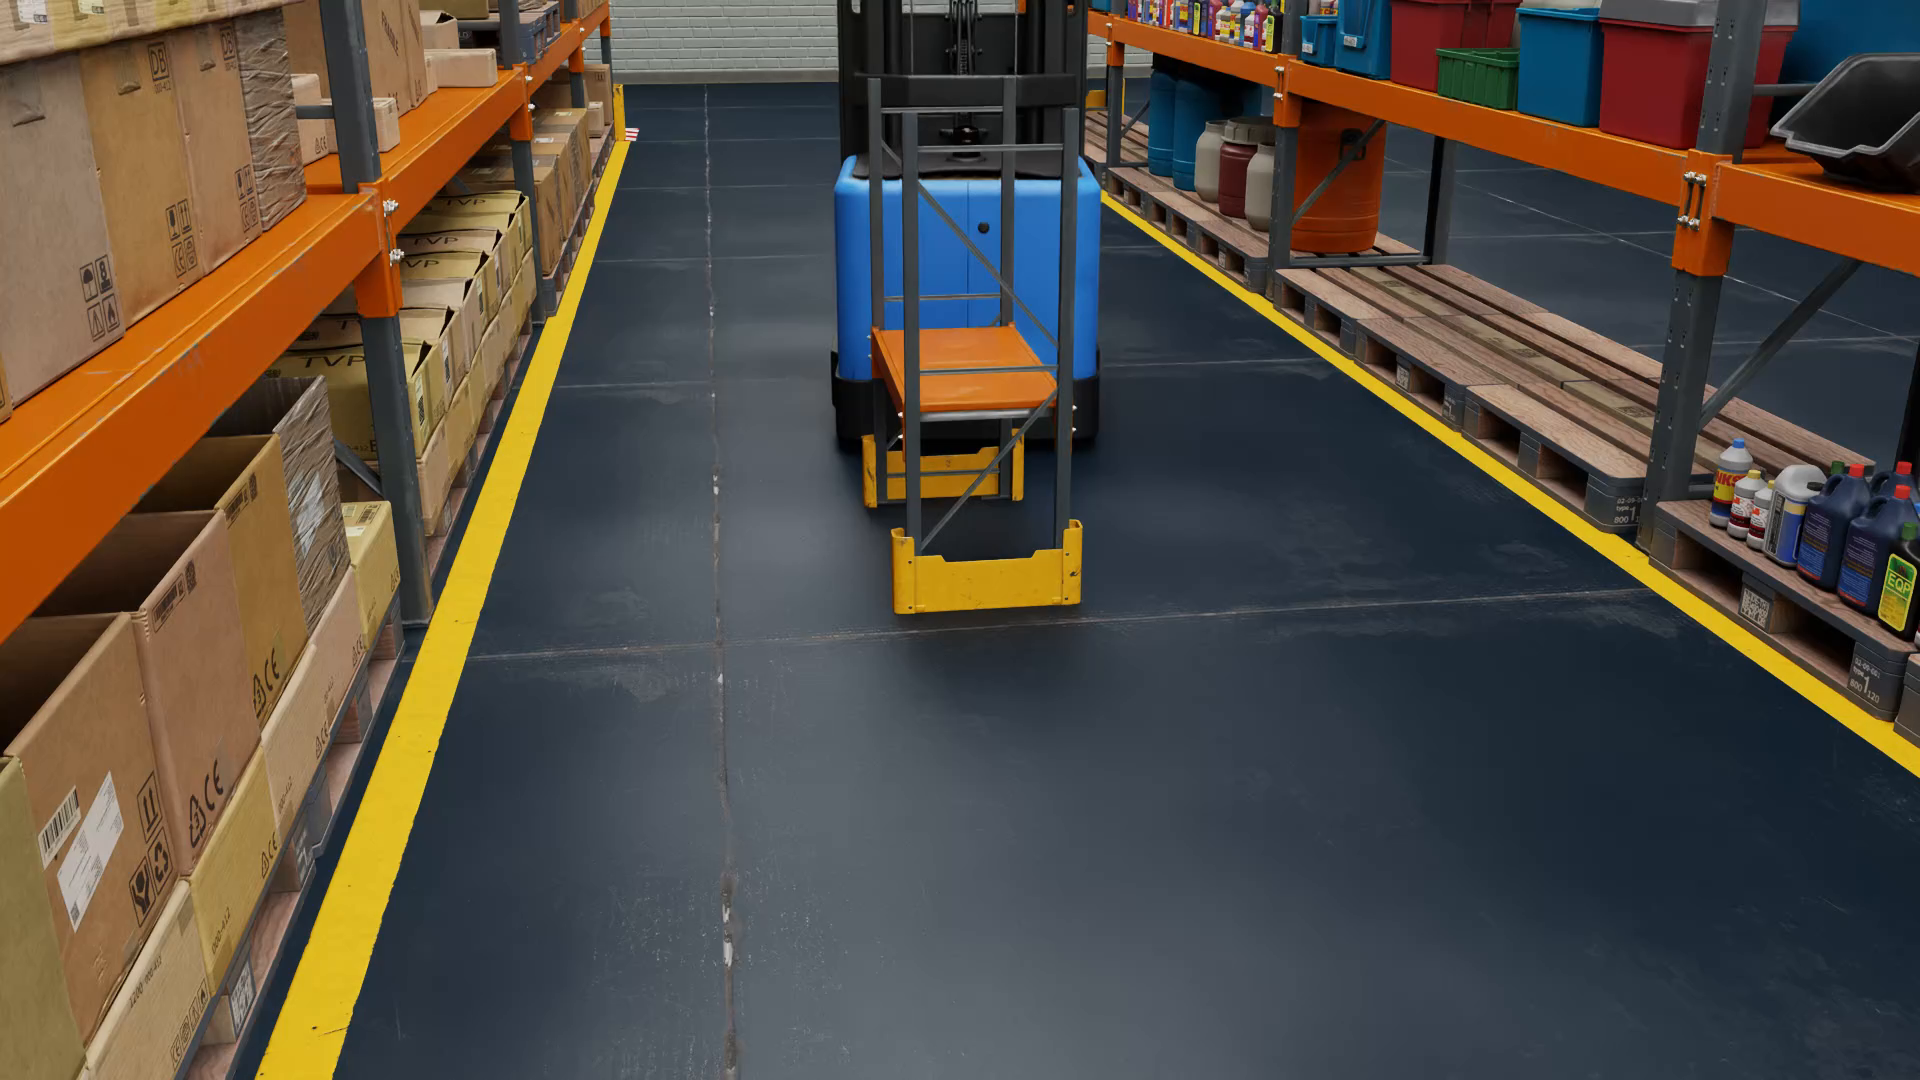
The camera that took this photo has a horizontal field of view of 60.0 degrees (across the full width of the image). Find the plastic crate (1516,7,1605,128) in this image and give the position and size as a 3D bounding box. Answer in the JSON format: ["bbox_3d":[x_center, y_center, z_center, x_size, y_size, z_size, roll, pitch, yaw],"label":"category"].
[{"bbox_3d":[2.330,-1.745,6.125,0.392,0.384,0.575,-3,21,-8],"label":"plastic crate"}]

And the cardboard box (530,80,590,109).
[{"bbox_3d":[-3.534,-3.595,13.993,0.797,0.503,0.637,-3,21,-8],"label":"cardboard box"}]

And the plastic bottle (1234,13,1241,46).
[{"bbox_3d":[1.666,-3.019,9.796,0.097,0.201,0.097,0,20,0],"label":"plastic bottle"}]

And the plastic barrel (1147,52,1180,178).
[{"bbox_3d":[1.705,-3.181,12.345,0.600,0.901,0.708,-3,21,-8],"label":"plastic barrel"}]

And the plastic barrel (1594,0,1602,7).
[{"bbox_3d":[2.770,-2.047,6.715,0.433,0.535,0.433,0,20,0],"label":"plastic barrel"}]

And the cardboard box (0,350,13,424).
[{"bbox_3d":[-1.730,-0.316,2.133,0.700,0.500,0.500,-3,21,-7],"label":"cardboard box"}]

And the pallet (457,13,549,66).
[{"bbox_3d":[-2.849,-2.664,8.837,1.213,0.211,1.003,-3,21,-8],"label":"pallet"}]

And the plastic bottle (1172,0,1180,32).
[{"bbox_3d":[1.500,-3.518,11.026,0.152,0.276,0.135,-3,21,-8],"label":"plastic bottle"}]

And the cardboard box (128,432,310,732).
[{"bbox_3d":[-1.686,0.098,3.424,0.500,0.500,0.500,-3,21,-8],"label":"cardboard box"}]

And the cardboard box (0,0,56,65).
[{"bbox_3d":[-1.593,-0.783,2.455,0.380,0.149,0.250,-3,21,-7],"label":"cardboard box"}]

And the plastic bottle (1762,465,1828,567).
[{"bbox_3d":[2.483,-0.074,4.891,0.152,0.276,0.135,-2,21,-6],"label":"plastic bottle"}]

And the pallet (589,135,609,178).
[{"bbox_3d":[-3.536,-3.263,14.151,1.003,0.211,1.213,-3,21,-8],"label":"pallet"}]

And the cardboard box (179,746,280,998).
[{"bbox_3d":[-1.600,0.622,3.094,0.500,0.250,0.500,-3,21,-8],"label":"cardboard box"}]

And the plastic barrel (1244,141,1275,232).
[{"bbox_3d":[1.963,-2.162,10.174,0.421,0.512,0.421,0,20,0],"label":"plastic barrel"}]

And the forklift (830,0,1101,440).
[{"bbox_3d":[0.006,-2.232,7.504,1.130,2.935,3.031,0,20,-1],"label":"forklift"}]

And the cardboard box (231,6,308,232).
[{"bbox_3d":[-2.035,-1.032,4.049,0.700,0.500,0.500,-3,21,-9],"label":"cardboard box"}]

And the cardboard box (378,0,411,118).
[{"bbox_3d":[-2.348,-1.808,6.126,0.500,0.500,0.500,-3,21,-8],"label":"cardboard box"}]

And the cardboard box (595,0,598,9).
[{"bbox_3d":[-3.284,-4.672,13.794,0.500,0.500,0.500,-3,21,-9],"label":"cardboard box"}]

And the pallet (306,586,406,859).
[{"bbox_3d":[-2.032,0.445,4.221,1.003,0.211,1.213,-3,21,-8],"label":"pallet"}]

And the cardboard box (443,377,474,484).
[{"bbox_3d":[-1.991,-0.376,5.766,0.500,0.250,0.500,-2,21,-6],"label":"cardboard box"}]

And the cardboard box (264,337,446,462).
[{"bbox_3d":[-1.918,-0.465,5.203,0.500,0.311,0.500,-3,21,-8],"label":"cardboard box"}]

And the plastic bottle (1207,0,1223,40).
[{"bbox_3d":[1.575,-3.231,10.247,0.061,0.283,0.133,-3,21,-8],"label":"plastic bottle"}]

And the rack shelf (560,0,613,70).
[{"bbox_3d":[-3.547,-4.264,13.872,1.077,0.370,4.000,-3,21,-8],"label":"rack shelf"}]

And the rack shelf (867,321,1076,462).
[{"bbox_3d":[0.012,-0.505,5.438,0.538,0.185,1.000,-3,21,-8],"label":"rack shelf"}]

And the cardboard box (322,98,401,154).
[{"bbox_3d":[-2.031,-1.338,5.369,0.380,0.149,0.250,-3,21,-8],"label":"cardboard box"}]

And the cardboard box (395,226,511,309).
[{"bbox_3d":[-2.211,-1.171,7.093,0.500,0.311,0.500,-3,21,-8],"label":"cardboard box"}]

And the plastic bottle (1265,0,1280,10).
[{"bbox_3d":[2.078,-3.535,11.079,0.097,0.271,0.097,0,20,0],"label":"plastic bottle"}]

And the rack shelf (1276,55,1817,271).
[{"bbox_3d":[2.509,-1.742,7.122,1.077,0.370,4.000,-3,21,-8],"label":"rack shelf"}]

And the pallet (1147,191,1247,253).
[{"bbox_3d":[1.893,-2.158,11.192,1.003,0.211,1.213,-3,21,-8],"label":"pallet"}]

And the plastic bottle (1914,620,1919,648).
[{"bbox_3d":[2.548,0.183,4.310,0.097,0.201,0.097,0,20,0],"label":"plastic bottle"}]

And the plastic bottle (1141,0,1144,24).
[{"bbox_3d":[1.342,-3.829,11.865,0.097,0.271,0.097,0,20,0],"label":"plastic bottle"}]

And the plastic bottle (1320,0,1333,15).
[{"bbox_3d":[2.322,-3.319,10.499,0.097,0.271,0.097,0,20,0],"label":"plastic bottle"}]

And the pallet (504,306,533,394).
[{"bbox_3d":[-2.602,-0.930,7.904,1.003,0.211,1.213,-3,21,-8],"label":"pallet"}]

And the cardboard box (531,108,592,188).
[{"bbox_3d":[-2.904,-2.787,11.834,0.500,0.500,0.500,-3,21,-8],"label":"cardboard box"}]

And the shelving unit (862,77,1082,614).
[{"bbox_3d":[0.011,-0.676,5.383,0.587,1.500,1.083,-3,21,-8],"label":"shelving unit"}]

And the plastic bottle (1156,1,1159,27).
[{"bbox_3d":[1.404,-3.648,11.481,0.097,0.201,0.097,0,20,0],"label":"plastic bottle"}]

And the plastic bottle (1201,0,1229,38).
[{"bbox_3d":[1.593,-3.320,10.389,0.144,0.351,0.185,-3,21,-8],"label":"plastic bottle"}]

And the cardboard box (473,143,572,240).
[{"bbox_3d":[-2.613,-2.085,9.956,0.500,0.500,0.500,-3,21,-8],"label":"cardboard box"}]

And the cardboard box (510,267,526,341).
[{"bbox_3d":[-2.287,-1.084,7.660,0.500,0.250,0.500,-3,21,-8],"label":"cardboard box"}]

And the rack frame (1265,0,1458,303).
[{"bbox_3d":[2.220,-2.772,8.850,1.000,3.000,0.127,-3,21,-8],"label":"rack frame"}]

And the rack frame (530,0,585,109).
[{"bbox_3d":[-3.258,-3.908,11.893,1.000,3.000,0.127,-3,21,-8],"label":"rack frame"}]

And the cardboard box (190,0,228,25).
[{"bbox_3d":[-1.741,-1.138,3.407,0.380,0.149,0.250,-3,21,-8],"label":"cardboard box"}]

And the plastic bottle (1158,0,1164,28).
[{"bbox_3d":[1.402,-3.646,11.358,0.061,0.283,0.133,-3,21,-8],"label":"plastic bottle"}]

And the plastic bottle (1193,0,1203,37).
[{"bbox_3d":[1.529,-3.341,10.542,0.061,0.283,0.133,-3,21,-8],"label":"plastic bottle"}]

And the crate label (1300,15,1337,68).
[{"bbox_3d":[1.910,-2.528,8.438,0.303,0.233,0.416,-3,21,-8],"label":"crate label"}]

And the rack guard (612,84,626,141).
[{"bbox_3d":[-3.824,-4.096,15.968,1.175,0.500,0.348,-3,21,-8],"label":"rack guard"}]

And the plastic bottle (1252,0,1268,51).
[{"bbox_3d":[1.707,-2.915,9.402,0.061,0.283,0.133,-3,21,-8],"label":"plastic bottle"}]

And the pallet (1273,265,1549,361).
[{"bbox_3d":[2.294,-1.195,8.614,1.003,0.211,1.213,-3,21,-8],"label":"pallet"}]
